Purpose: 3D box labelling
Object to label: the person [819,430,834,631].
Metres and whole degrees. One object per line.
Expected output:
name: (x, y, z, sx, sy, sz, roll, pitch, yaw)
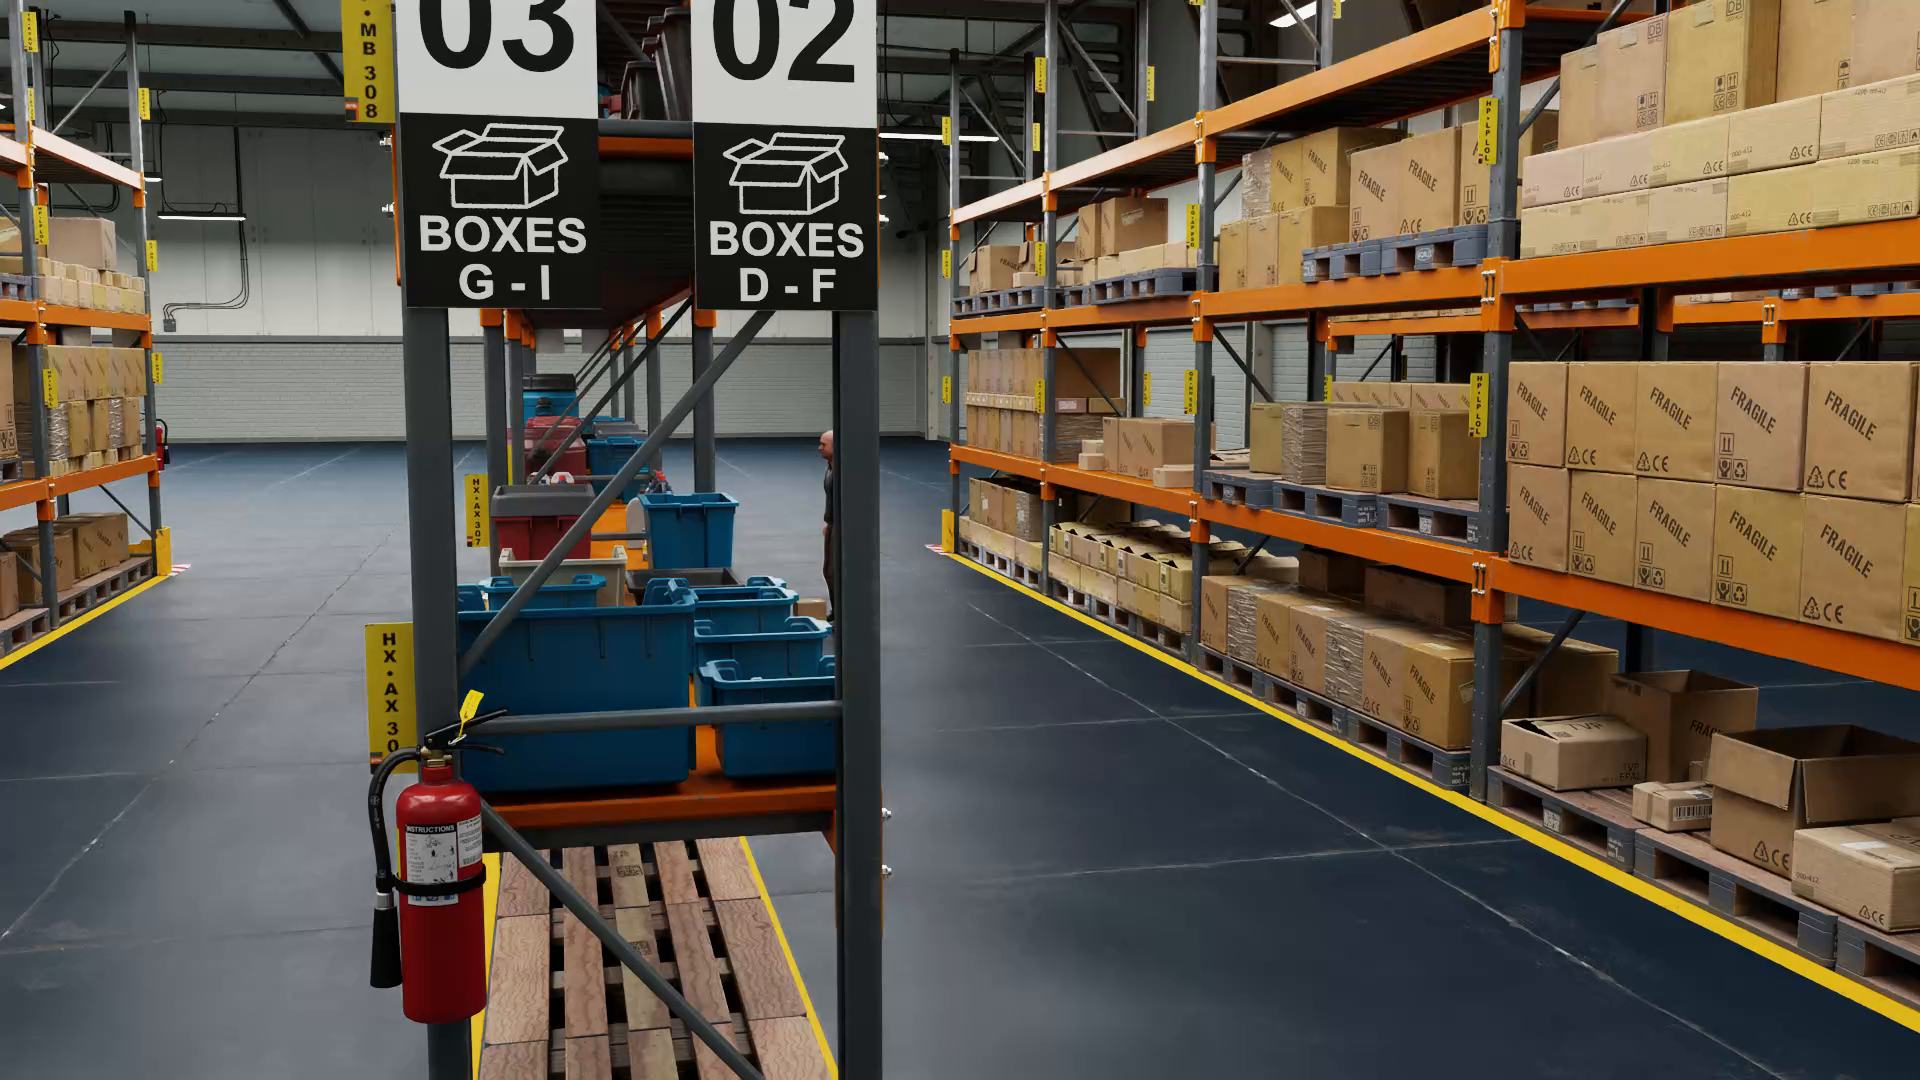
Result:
person: (-1.032, -0.091, 14.411, 0.426, 1.720, 0.593, -2, 6, -17)
